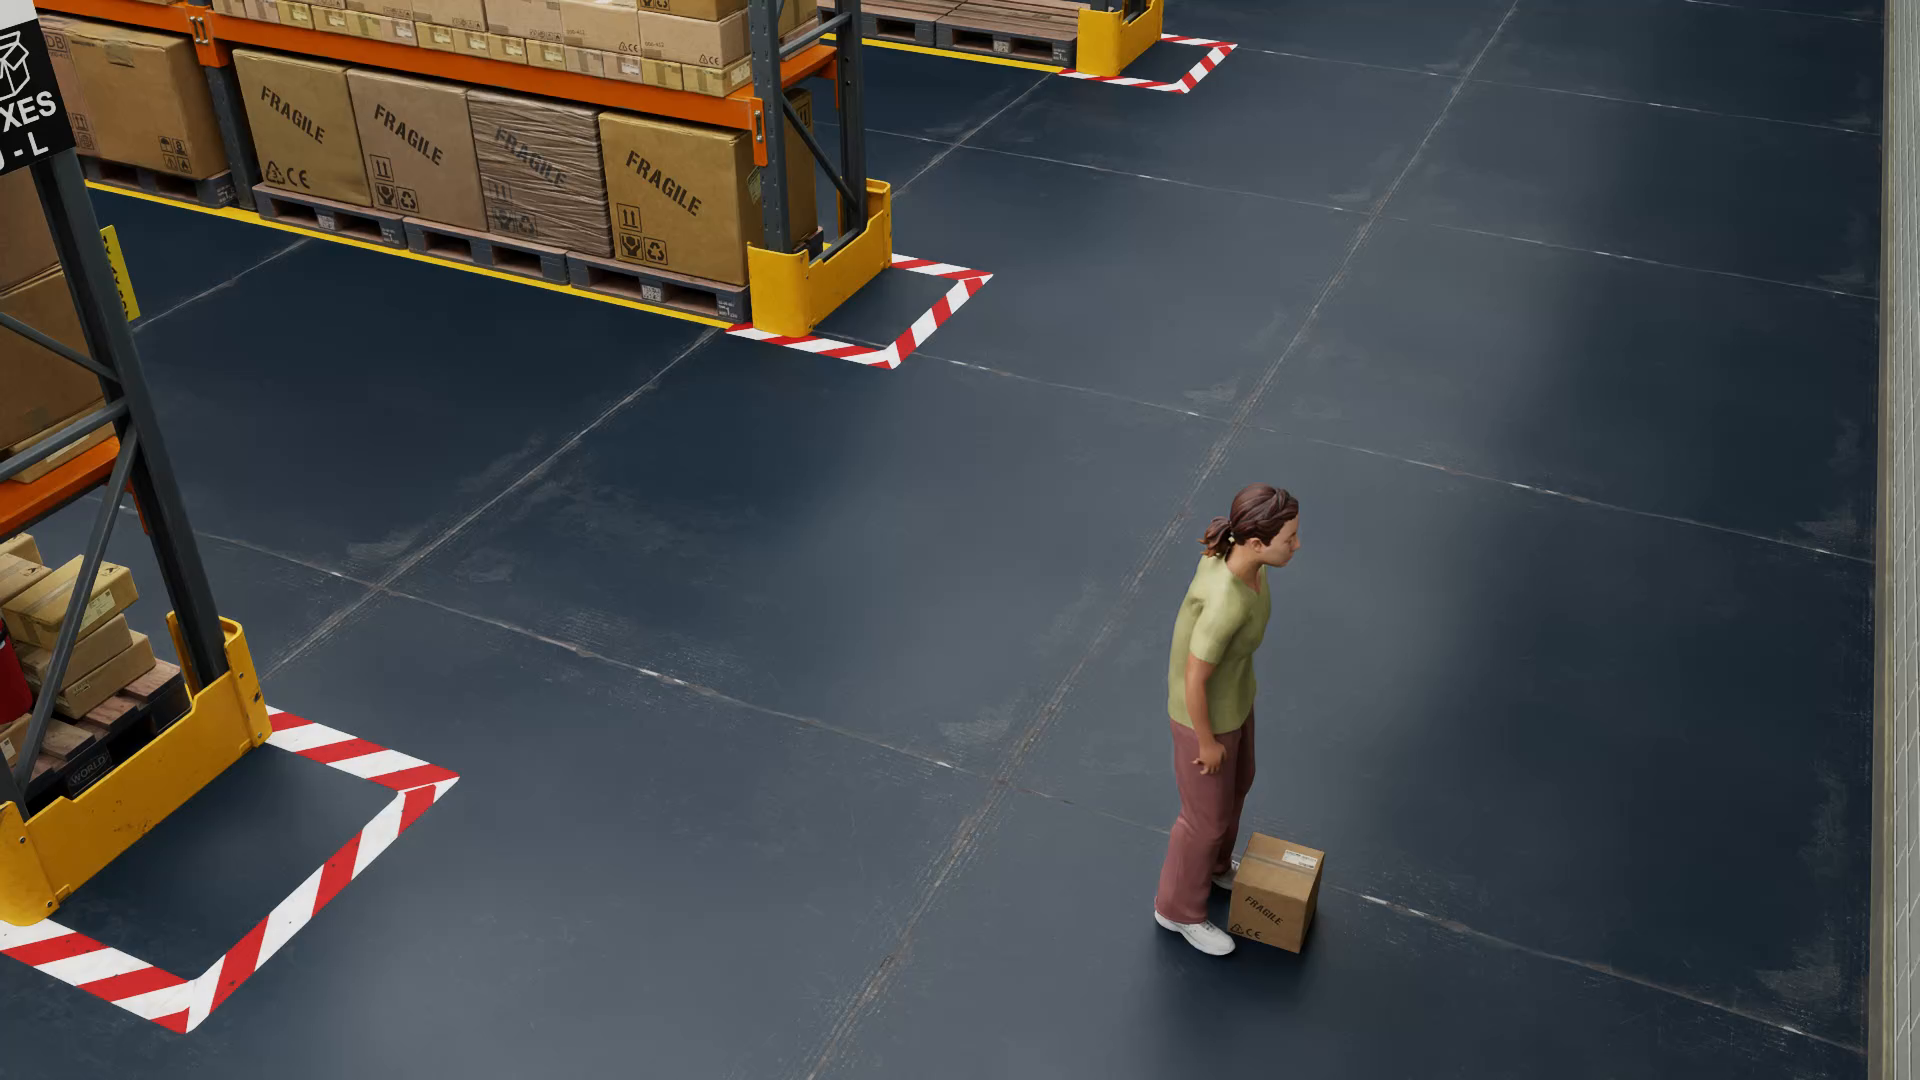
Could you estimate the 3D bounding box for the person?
[{"bbox_3d":[0.848,0.546,5.328,0.363,1.672,0.521,12,36,18],"label":"person"}]
